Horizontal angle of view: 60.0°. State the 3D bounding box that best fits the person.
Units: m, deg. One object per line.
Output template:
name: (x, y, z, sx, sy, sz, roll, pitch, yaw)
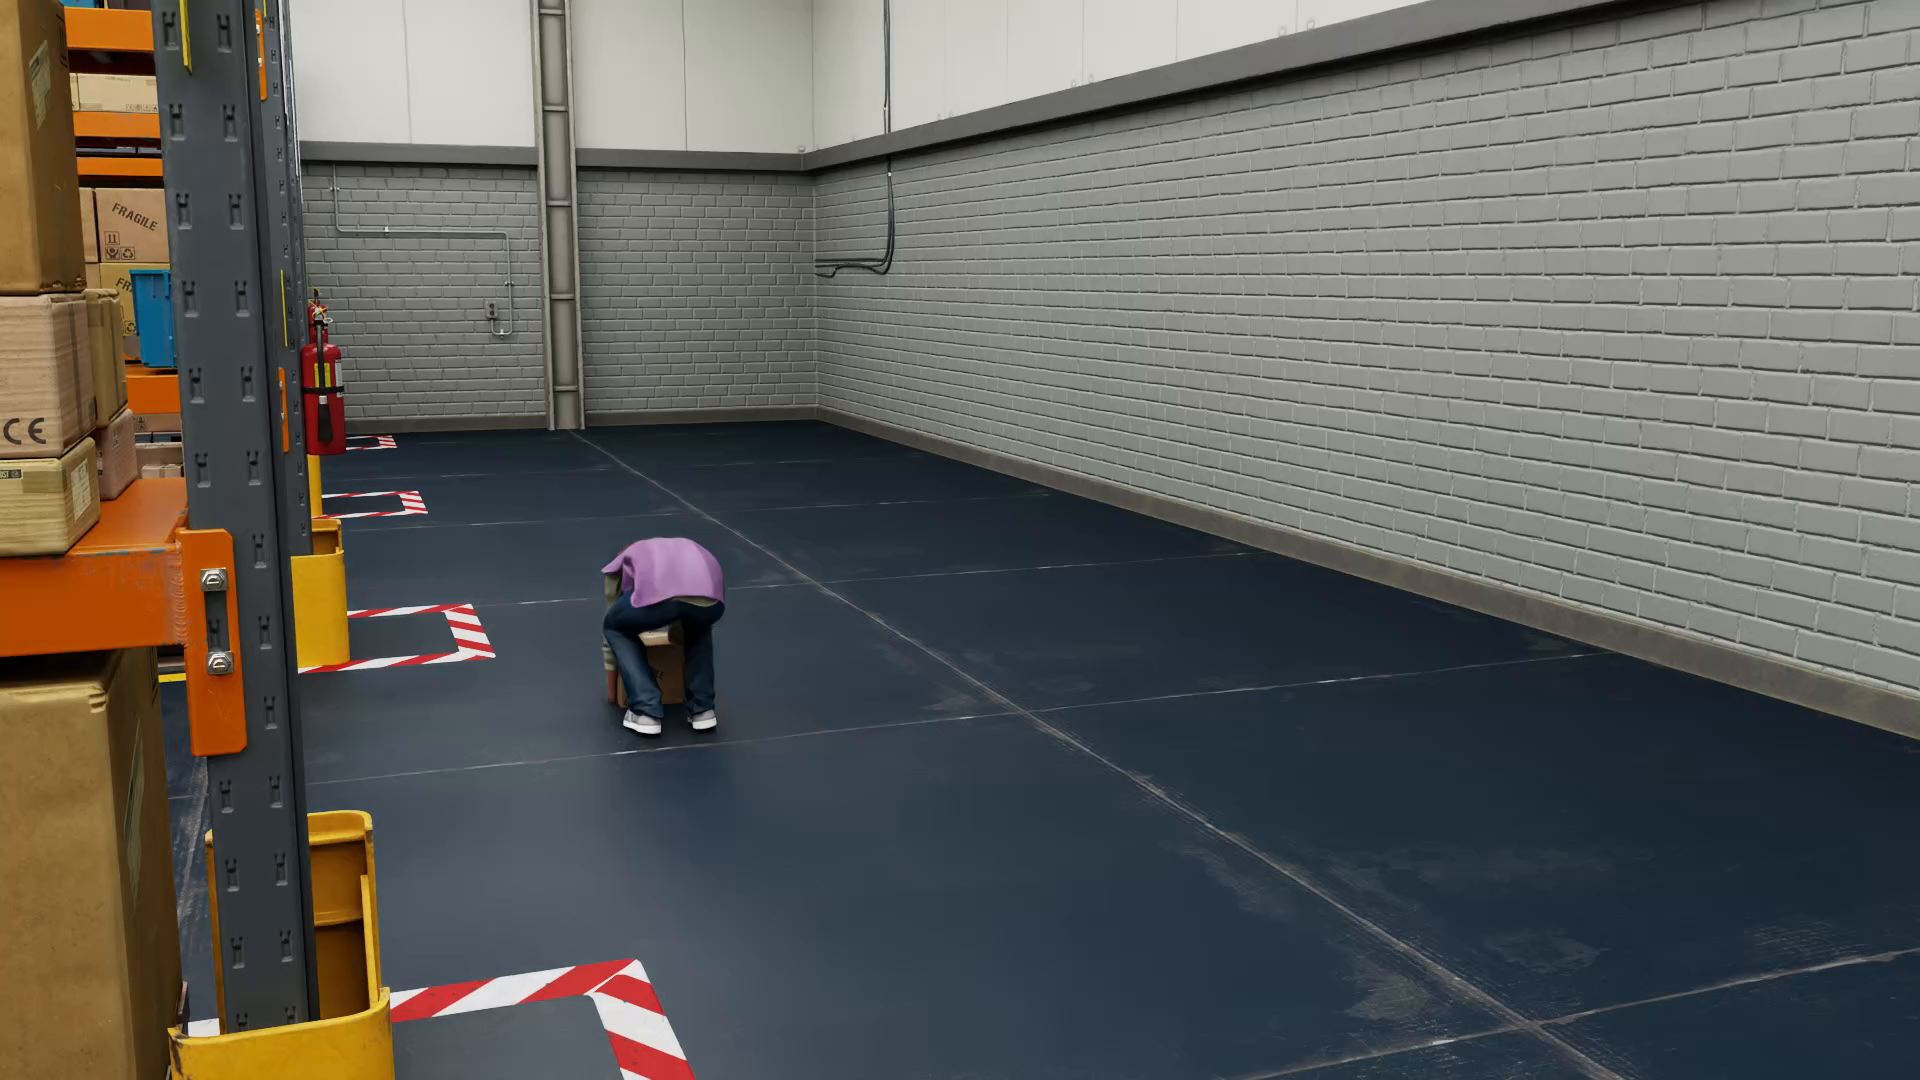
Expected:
person: (-1.172, 0.370, 6.495, 0.428, 0.723, 0.872, -4, 10, -23)
